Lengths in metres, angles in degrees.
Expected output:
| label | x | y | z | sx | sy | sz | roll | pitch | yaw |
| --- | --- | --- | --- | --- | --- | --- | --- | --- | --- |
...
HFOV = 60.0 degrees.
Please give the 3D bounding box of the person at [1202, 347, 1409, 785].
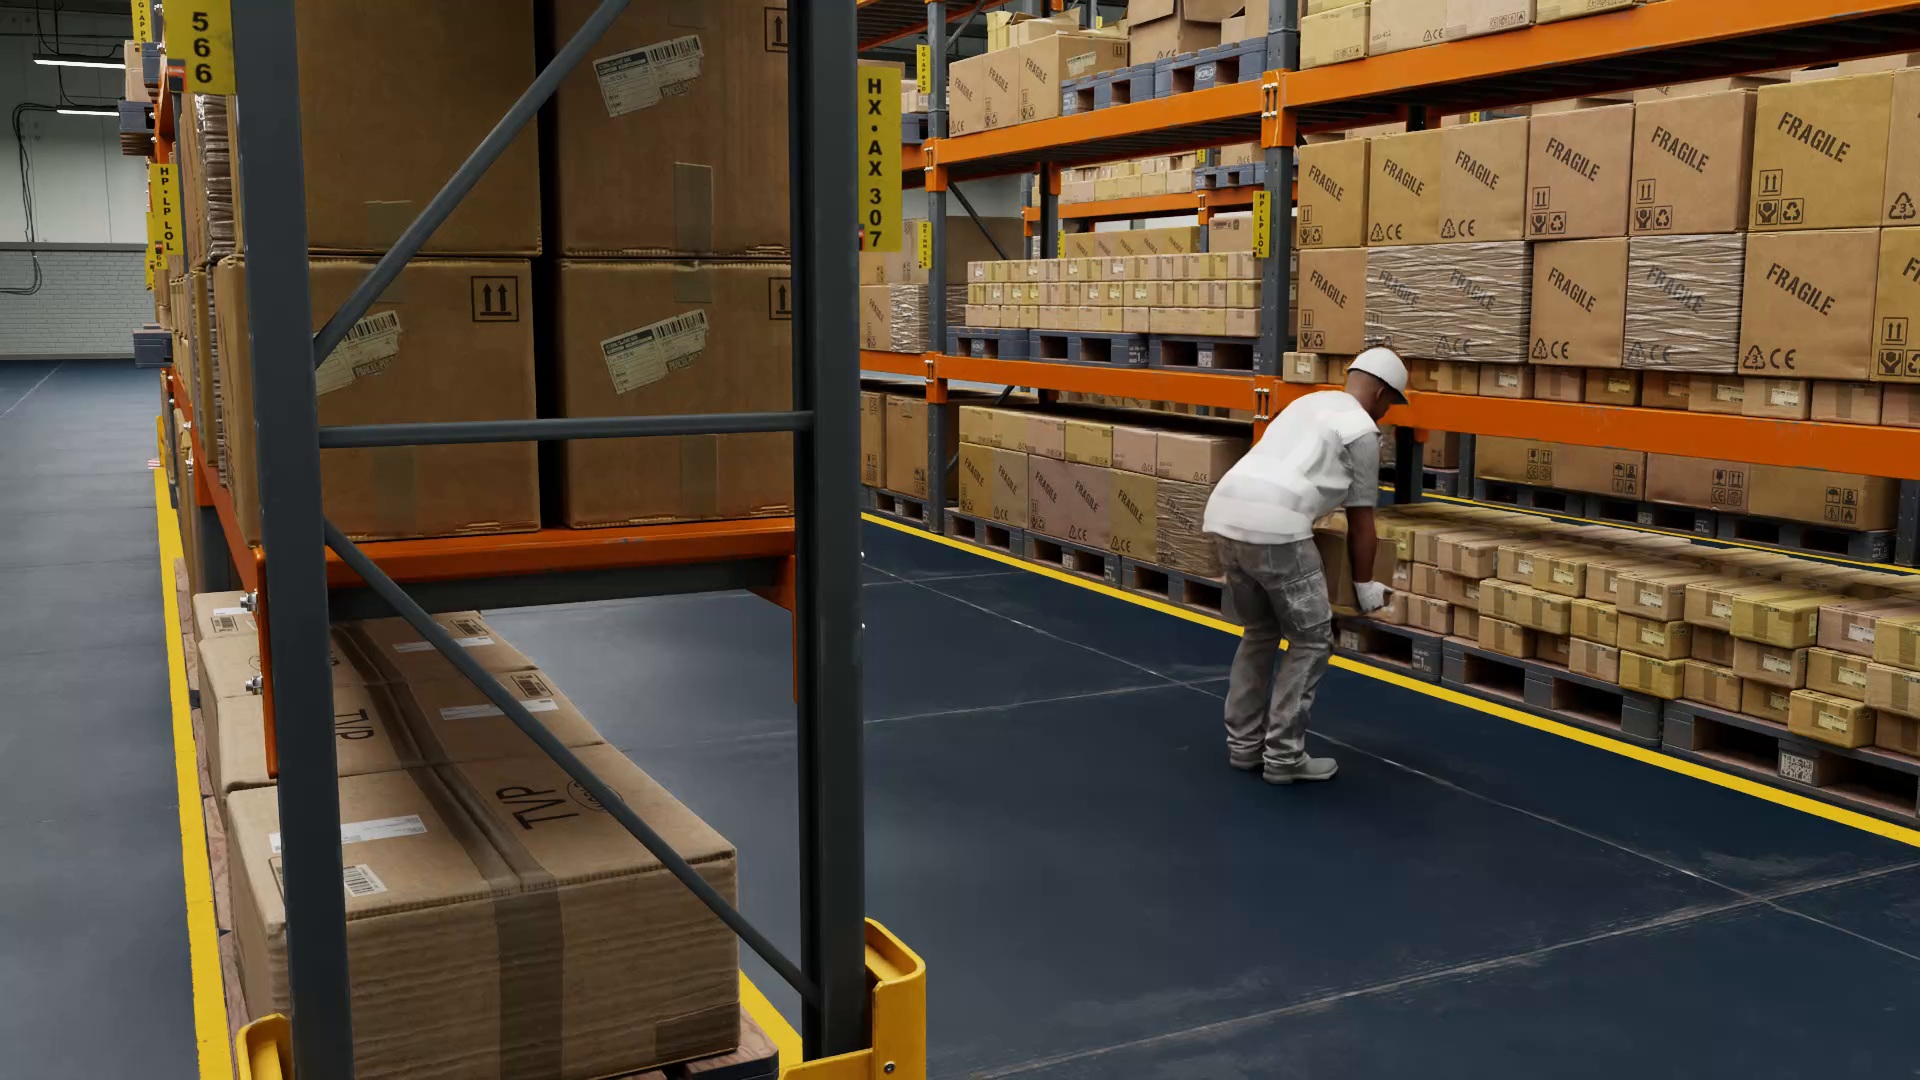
| label | x | y | z | sx | sy | sz | roll | pitch | yaw |
| --- | --- | --- | --- | --- | --- | --- | --- | --- | --- |
| person | 1.280 | 0.076 | 6.069 | 0.823 | 1.543 | 0.473 | -4 | 9 | -27 |
